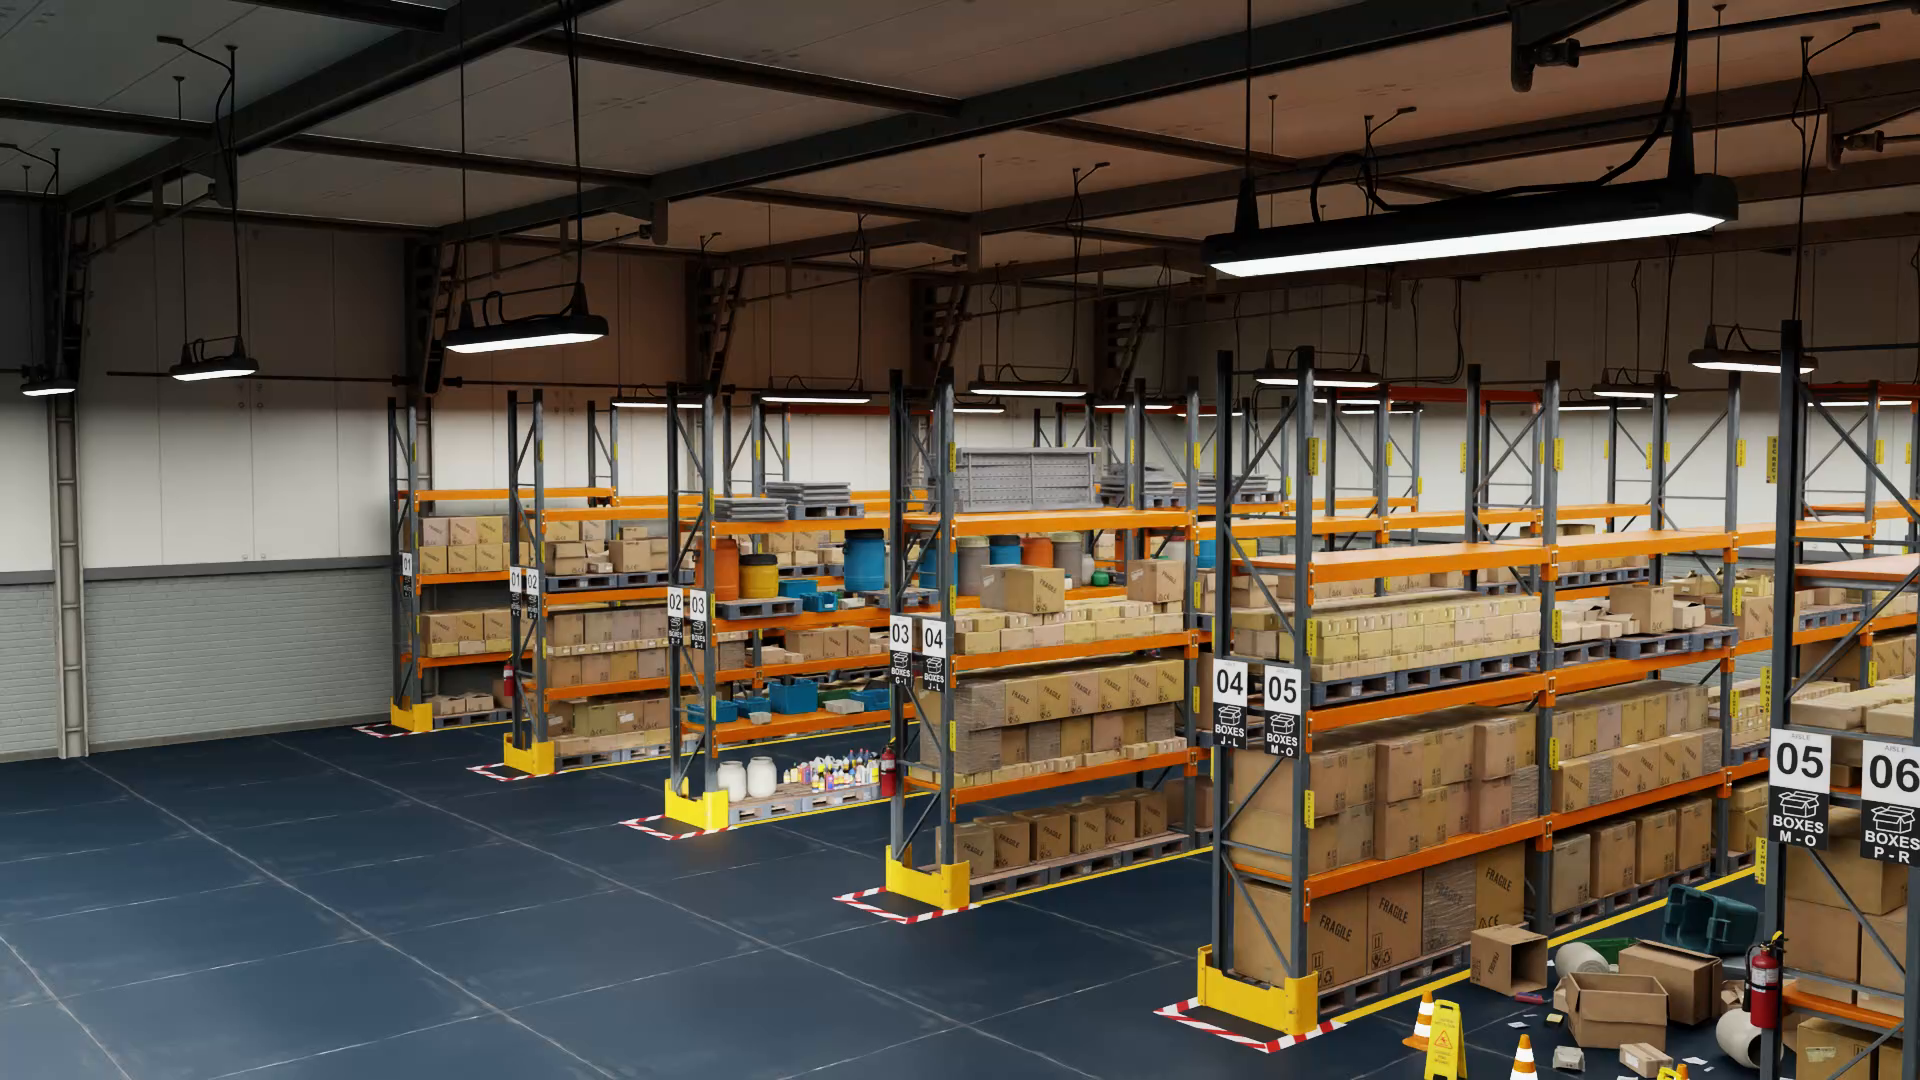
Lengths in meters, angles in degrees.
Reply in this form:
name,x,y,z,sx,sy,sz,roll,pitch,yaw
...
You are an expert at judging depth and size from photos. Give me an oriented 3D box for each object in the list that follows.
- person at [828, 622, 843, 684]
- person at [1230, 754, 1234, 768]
name,x,y,z,sx,sy,sz,roll,pitch,yaw
person,-2.553,2.355,33.517,0.547,1.690,1.105,2,4,32
person,4.188,2.908,24.946,0.458,1.697,0.553,2,4,33
